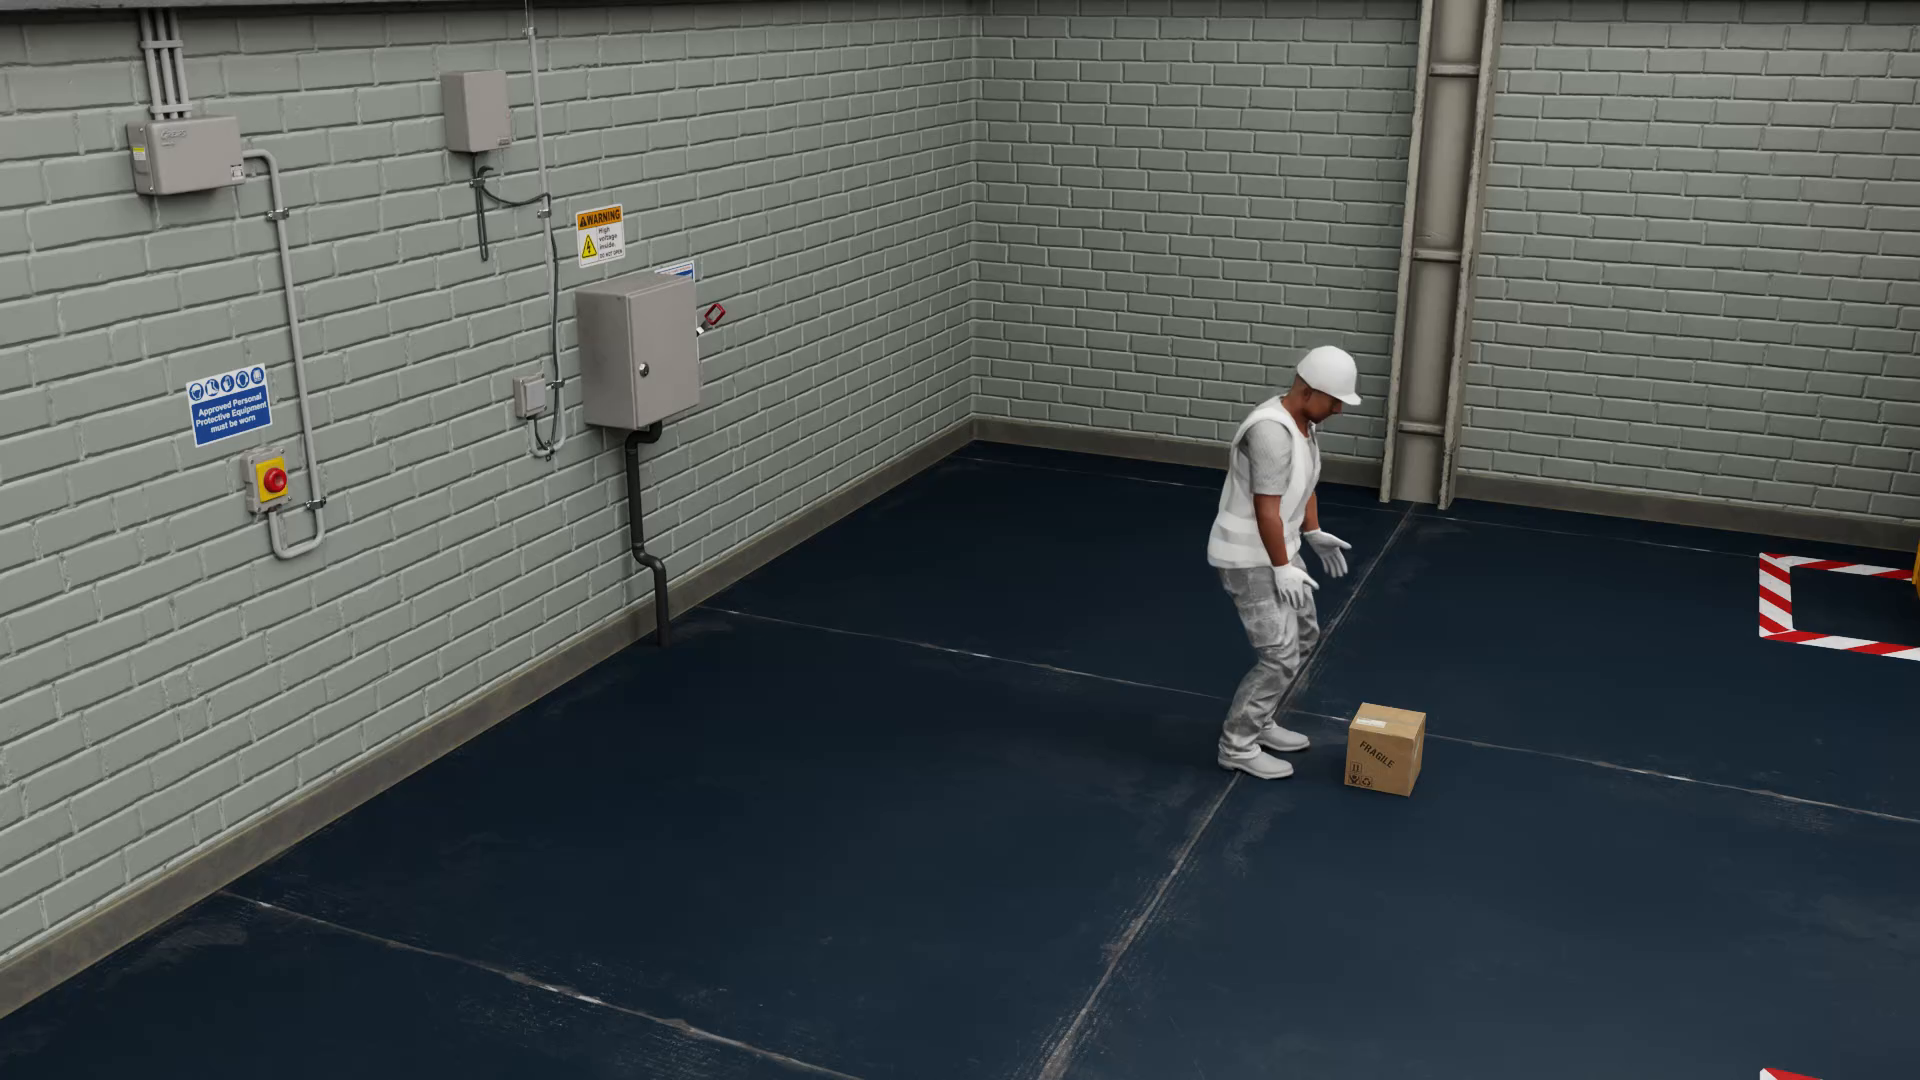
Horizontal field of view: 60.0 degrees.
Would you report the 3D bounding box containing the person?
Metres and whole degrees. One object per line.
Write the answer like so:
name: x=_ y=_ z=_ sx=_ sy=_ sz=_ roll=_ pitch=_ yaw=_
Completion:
person: x=1.247 y=0.067 z=6.478 sx=0.517 sy=1.695 sz=0.584 roll=9 pitch=21 yaw=24
